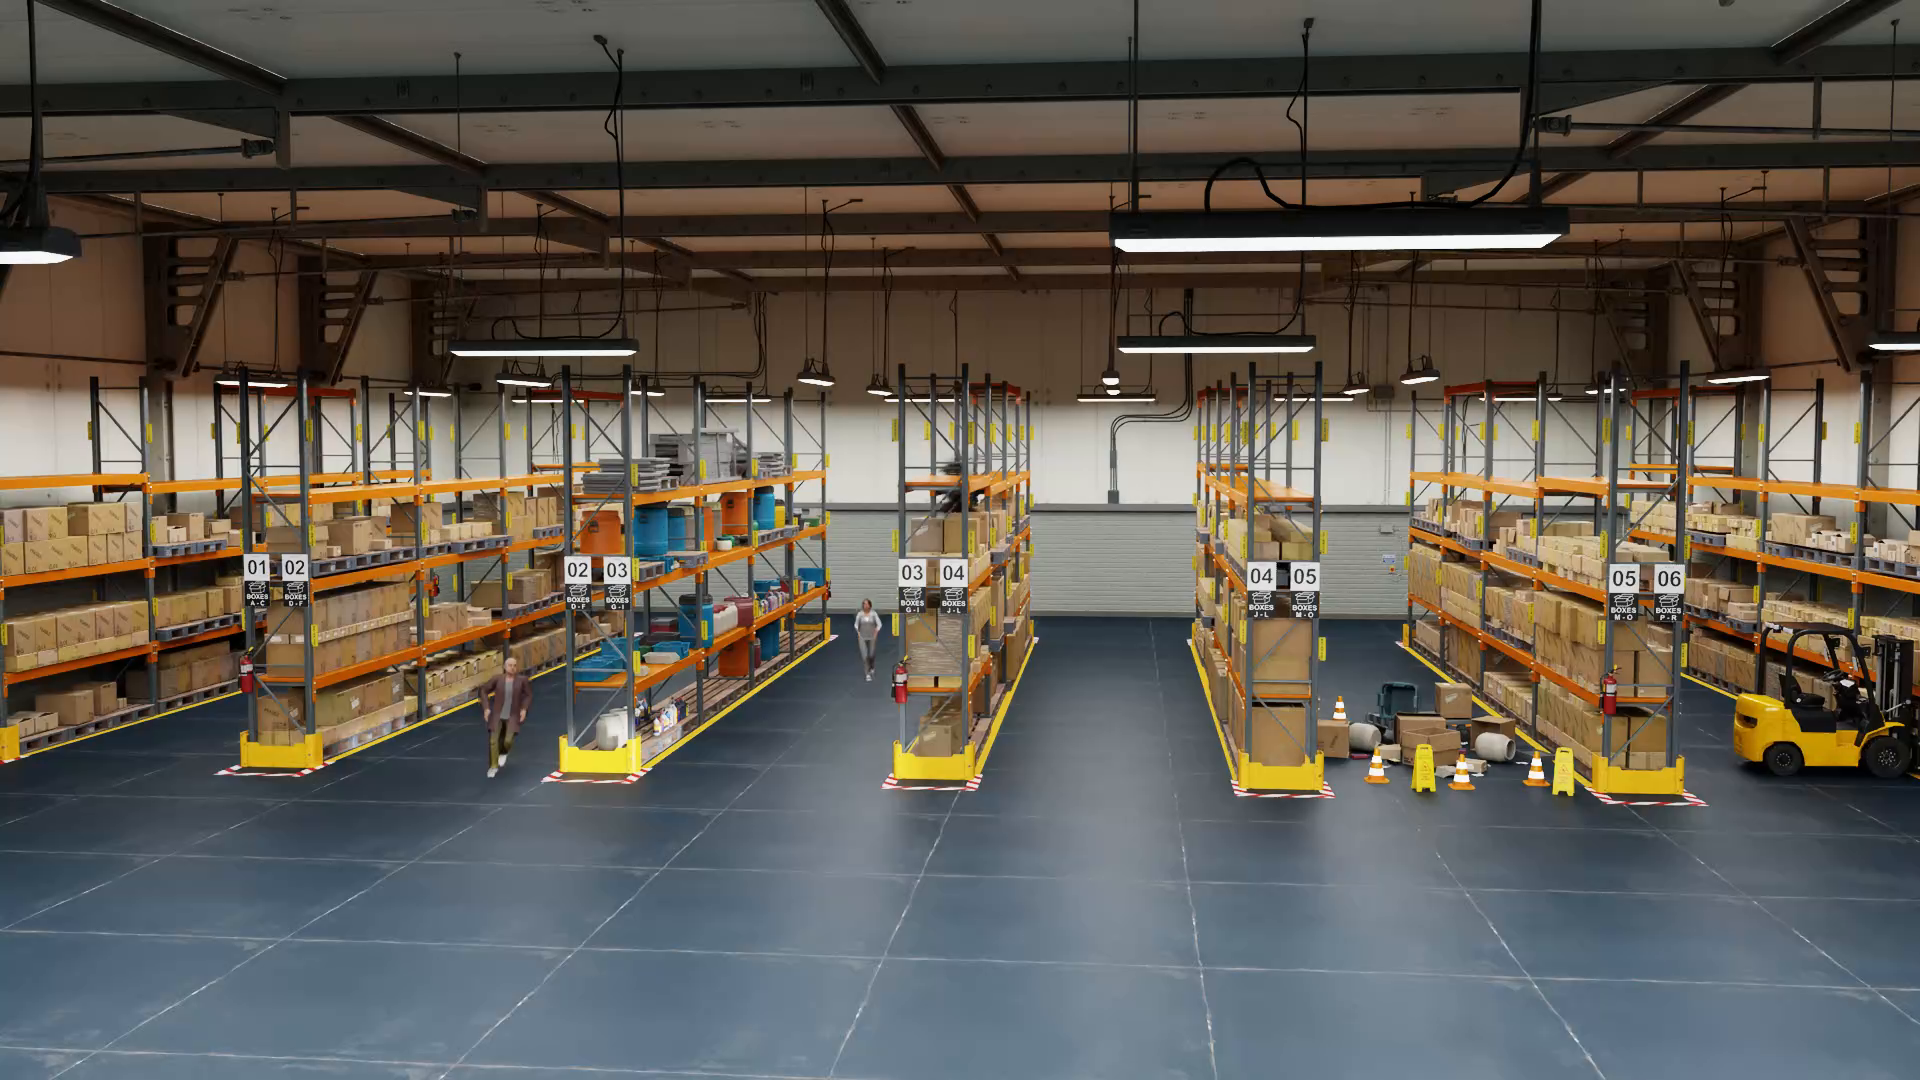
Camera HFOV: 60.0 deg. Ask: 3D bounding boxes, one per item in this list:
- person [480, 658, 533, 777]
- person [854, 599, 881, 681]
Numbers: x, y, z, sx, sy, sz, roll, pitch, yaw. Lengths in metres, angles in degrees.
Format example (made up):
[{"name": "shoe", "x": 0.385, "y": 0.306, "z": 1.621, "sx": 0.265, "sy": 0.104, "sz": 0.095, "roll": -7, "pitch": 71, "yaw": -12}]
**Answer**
[{"name": "person", "x": -6.666, "y": 2.588, "z": 24.456, "sx": 0.758, "sy": 1.714, "sz": 0.604, "roll": -1, "pitch": 4, "yaw": -14}, {"name": "person", "x": -1.763, "y": 1.901, "z": 31.635, "sx": 0.509, "sy": 1.566, "sz": 0.491, "roll": 0, "pitch": 4, "yaw": 0}]
